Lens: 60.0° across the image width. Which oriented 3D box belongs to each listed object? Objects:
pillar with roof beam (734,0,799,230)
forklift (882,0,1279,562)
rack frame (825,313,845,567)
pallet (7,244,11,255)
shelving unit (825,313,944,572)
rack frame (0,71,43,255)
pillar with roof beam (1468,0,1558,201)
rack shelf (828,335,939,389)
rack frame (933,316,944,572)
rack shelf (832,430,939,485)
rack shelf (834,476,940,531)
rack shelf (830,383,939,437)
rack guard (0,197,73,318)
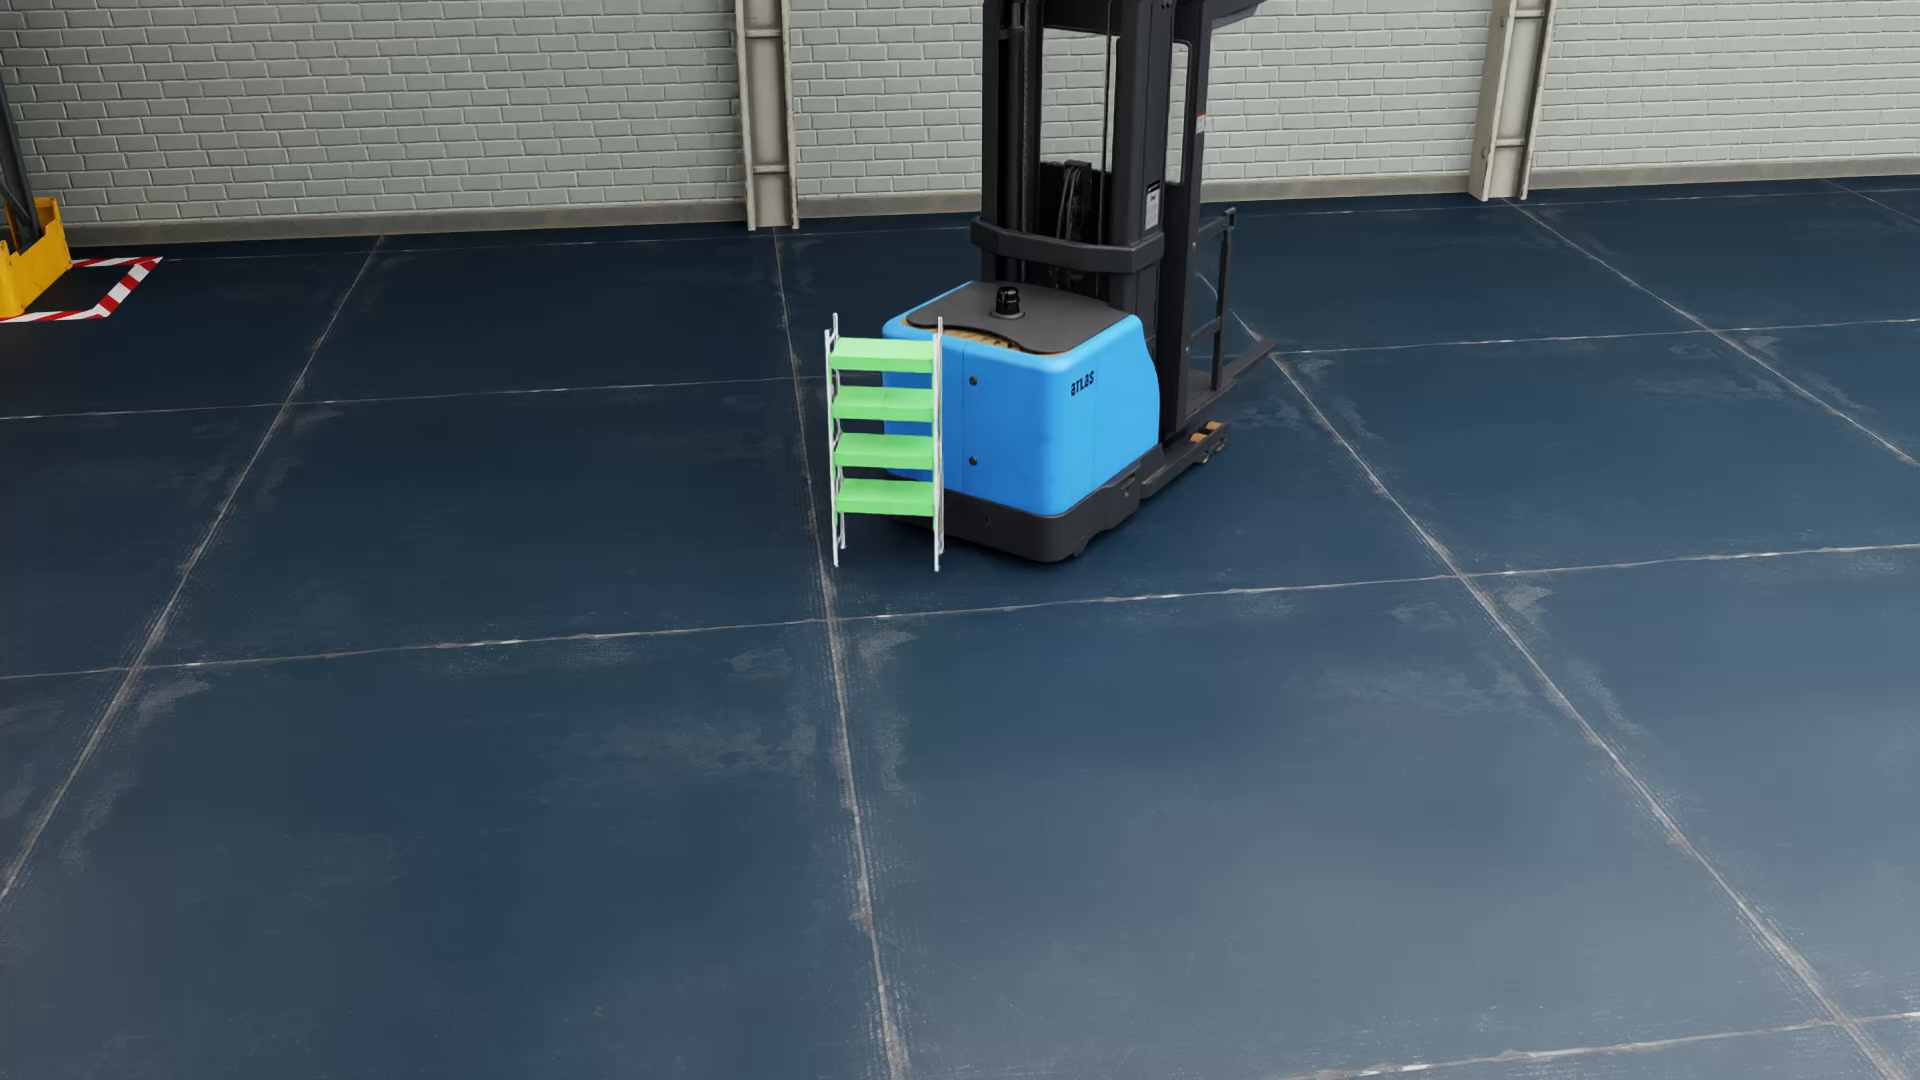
[{"bbox_3d":[-0.875,-4.549,7.259,0.400,9.000,9.100,-4,27,-7],"label":"pillar with roof beam"},{"bbox_3d":[0.836,-1.825,8.597,1.130,2.935,3.031,17,31,29],"label":"forklift"},{"bbox_3d":[-0.586,-0.459,7.830,0.015,1.200,0.240,3,27,5],"label":"rack frame"},{"bbox_3d":[-7.352,-1.774,11.475,1.213,0.211,1.003,-4,27,-7],"label":"pallet"},{"bbox_3d":[-0.344,-0.447,7.807,0.503,1.200,0.258,3,27,5],"label":"shelving unit"},{"bbox_3d":[-6.601,-3.082,10.970,0.127,3.000,1.000,-4,27,-7],"label":"rack frame"},{"bbox_3d":[5.067,-4.931,8.003,0.400,9.000,9.100,-4,27,-7],"label":"pillar with roof beam"},{"bbox_3d":[-0.344,-0.817,7.617,0.480,0.148,0.258,3,27,5],"label":"rack shelf"},{"bbox_3d":[-0.101,-0.436,7.785,0.015,1.200,0.240,3,27,5],"label":"rack frame"},{"bbox_3d":[-0.344,-0.390,7.836,0.480,0.148,0.258,3,27,5],"label":"rack shelf"},{"bbox_3d":[-0.344,-0.177,7.946,0.480,0.148,0.258,3,27,5],"label":"rack shelf"},{"bbox_3d":[-0.344,-0.604,7.727,0.480,0.148,0.258,3,27,5],"label":"rack shelf"},{"bbox_3d":[-6.577,-1.971,11.544,0.348,0.500,1.175,-4,27,-7],"label":"rack guard"}]
